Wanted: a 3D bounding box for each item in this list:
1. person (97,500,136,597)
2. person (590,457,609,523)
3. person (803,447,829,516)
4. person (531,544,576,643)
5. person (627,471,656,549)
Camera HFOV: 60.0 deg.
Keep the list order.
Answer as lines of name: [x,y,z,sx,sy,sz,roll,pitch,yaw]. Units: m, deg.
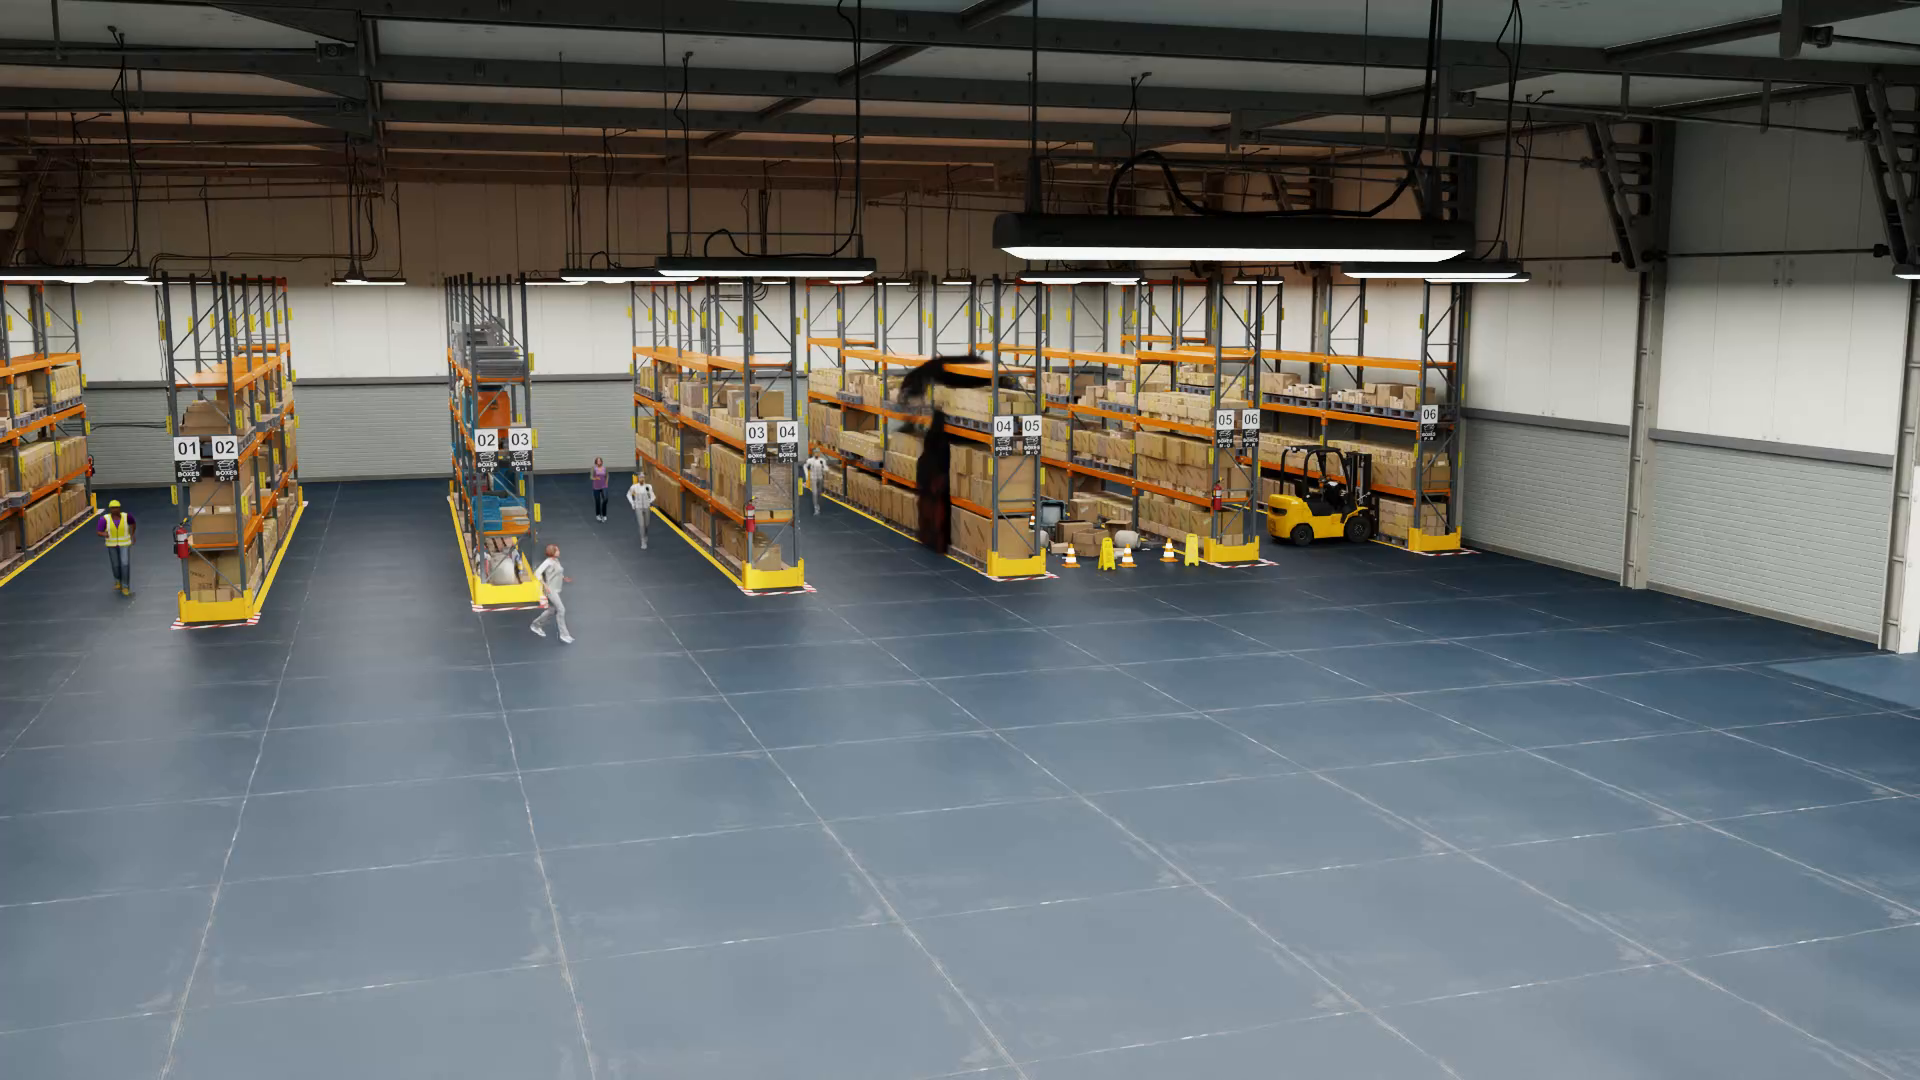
person: [-15.878,0.127,31.336,0.640,1.796,0.874,-3,9,-22]
person: [-8.854,-1.232,40.949,0.514,1.631,0.653,-4,9,-22]
person: [-3.650,-1.522,42.401,0.604,1.699,0.915,-3,9,-18]
person: [-6.654,0.863,27.080,0.790,1.615,0.552,1,9,5]
person: [-7.101,-0.697,37.121,0.620,1.701,0.774,-3,9,-19]
